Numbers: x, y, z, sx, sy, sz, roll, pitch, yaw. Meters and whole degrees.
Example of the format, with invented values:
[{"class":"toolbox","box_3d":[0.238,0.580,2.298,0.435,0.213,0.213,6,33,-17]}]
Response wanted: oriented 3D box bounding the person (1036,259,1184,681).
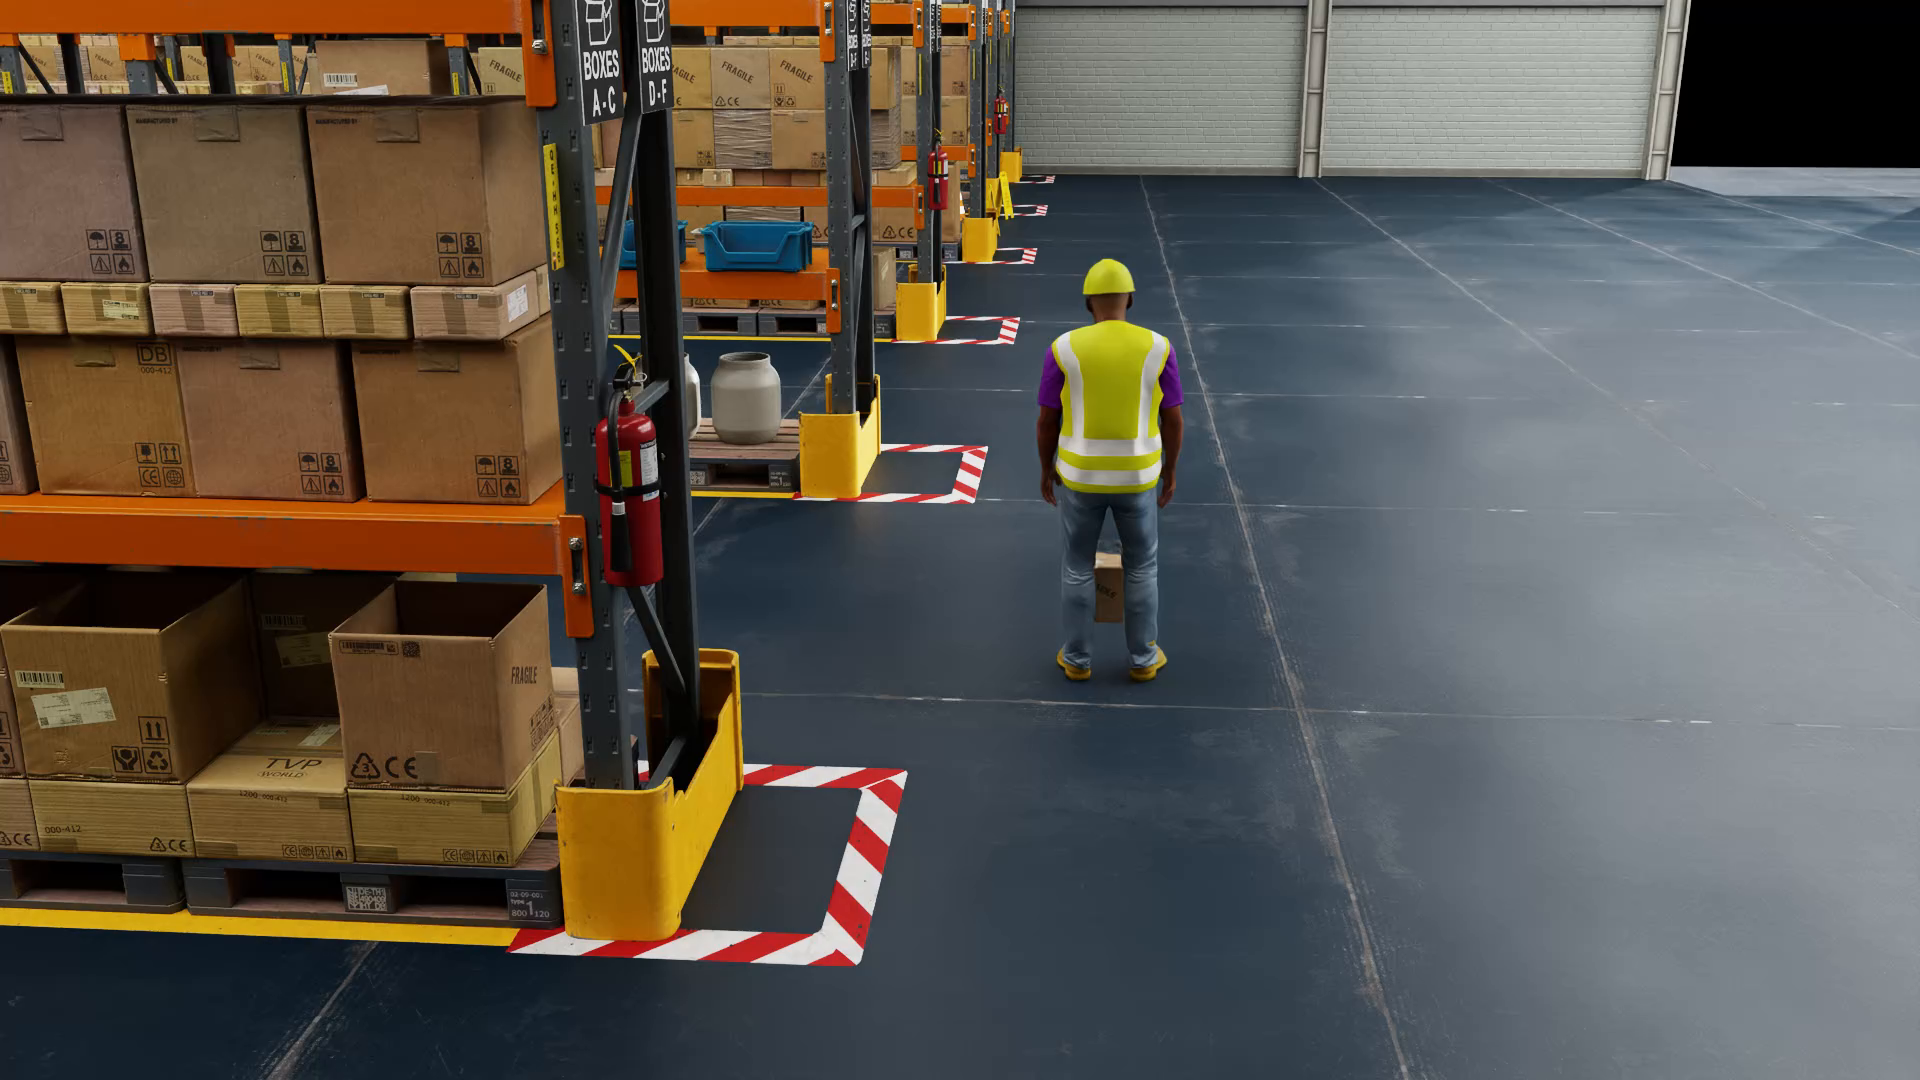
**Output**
[{"class":"person","box_3d":[0.615,-0.274,6.888,0.601,1.763,0.443,1,17,2]}]
